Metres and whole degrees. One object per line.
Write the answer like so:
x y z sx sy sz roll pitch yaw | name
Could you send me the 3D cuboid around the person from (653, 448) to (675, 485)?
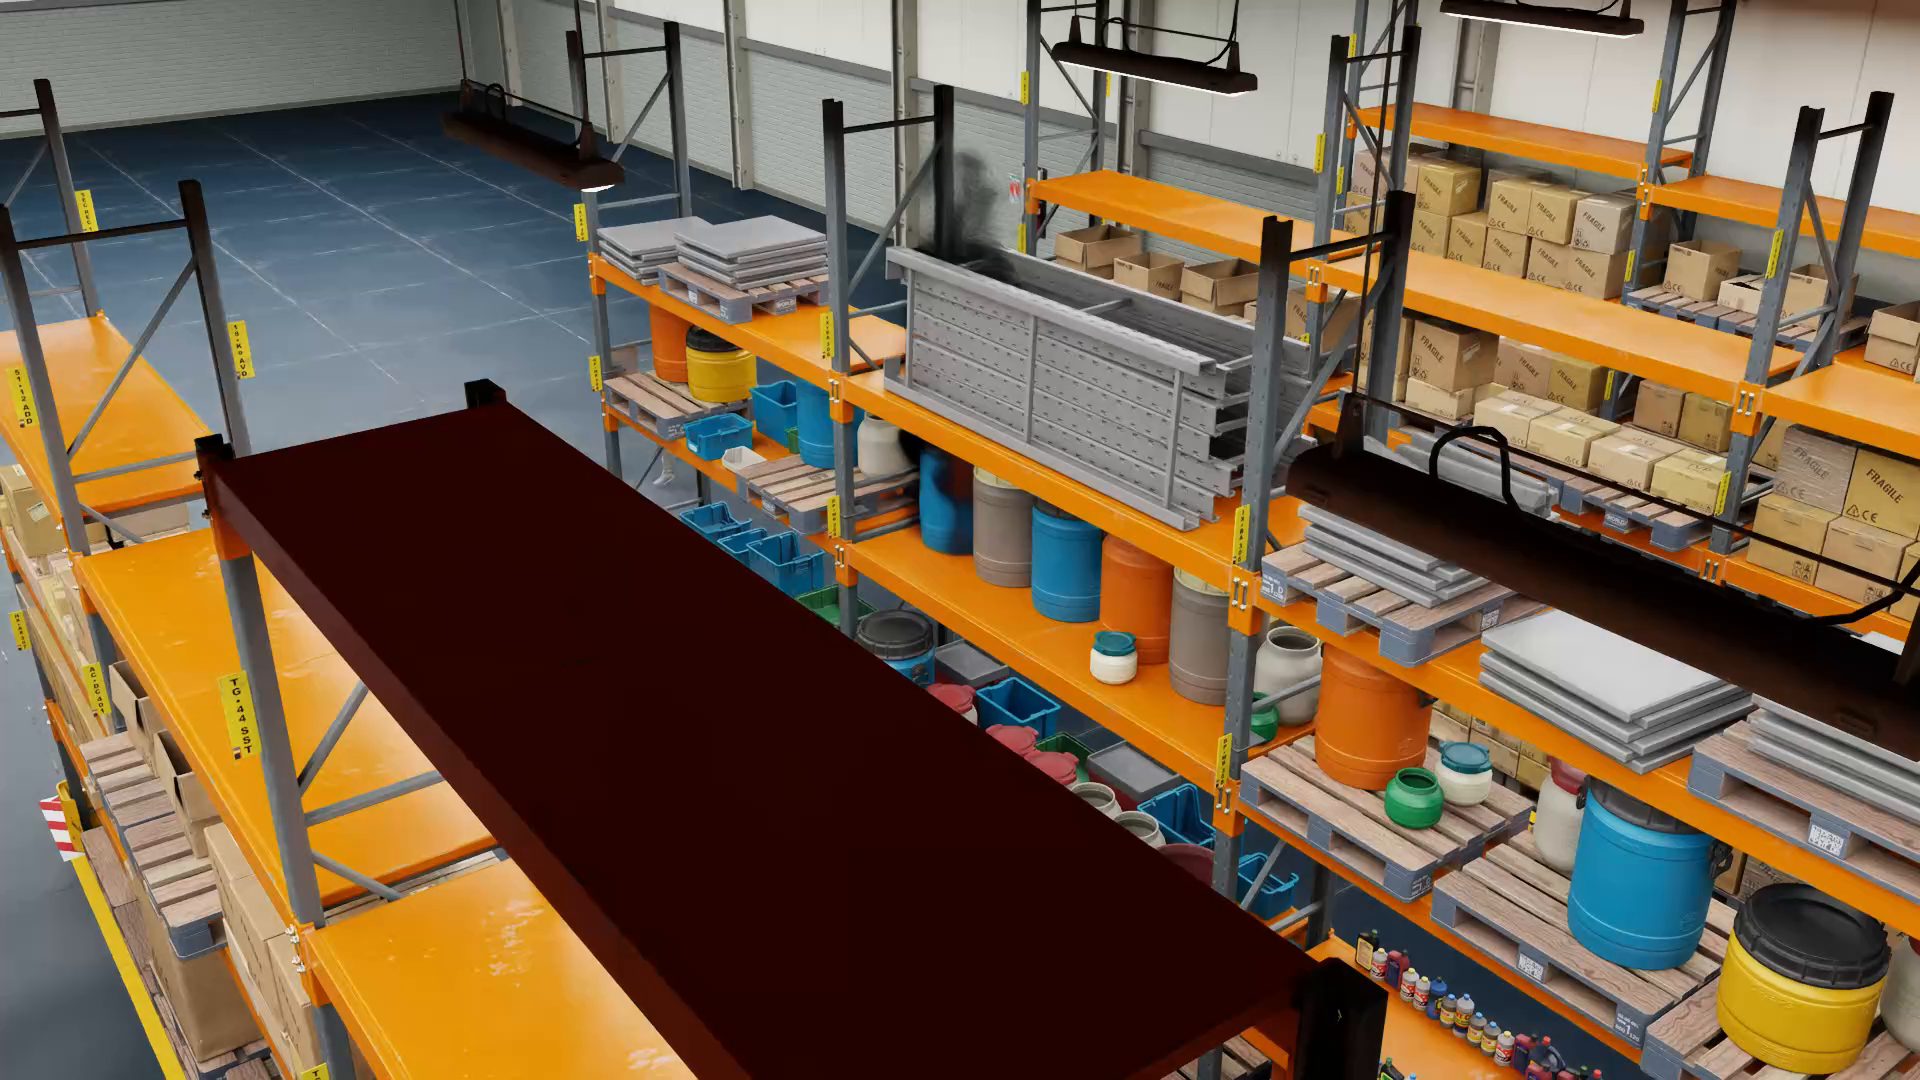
-3.365 -1.469 20.261 0.879 1.678 0.624 -7 26 -15 | person
